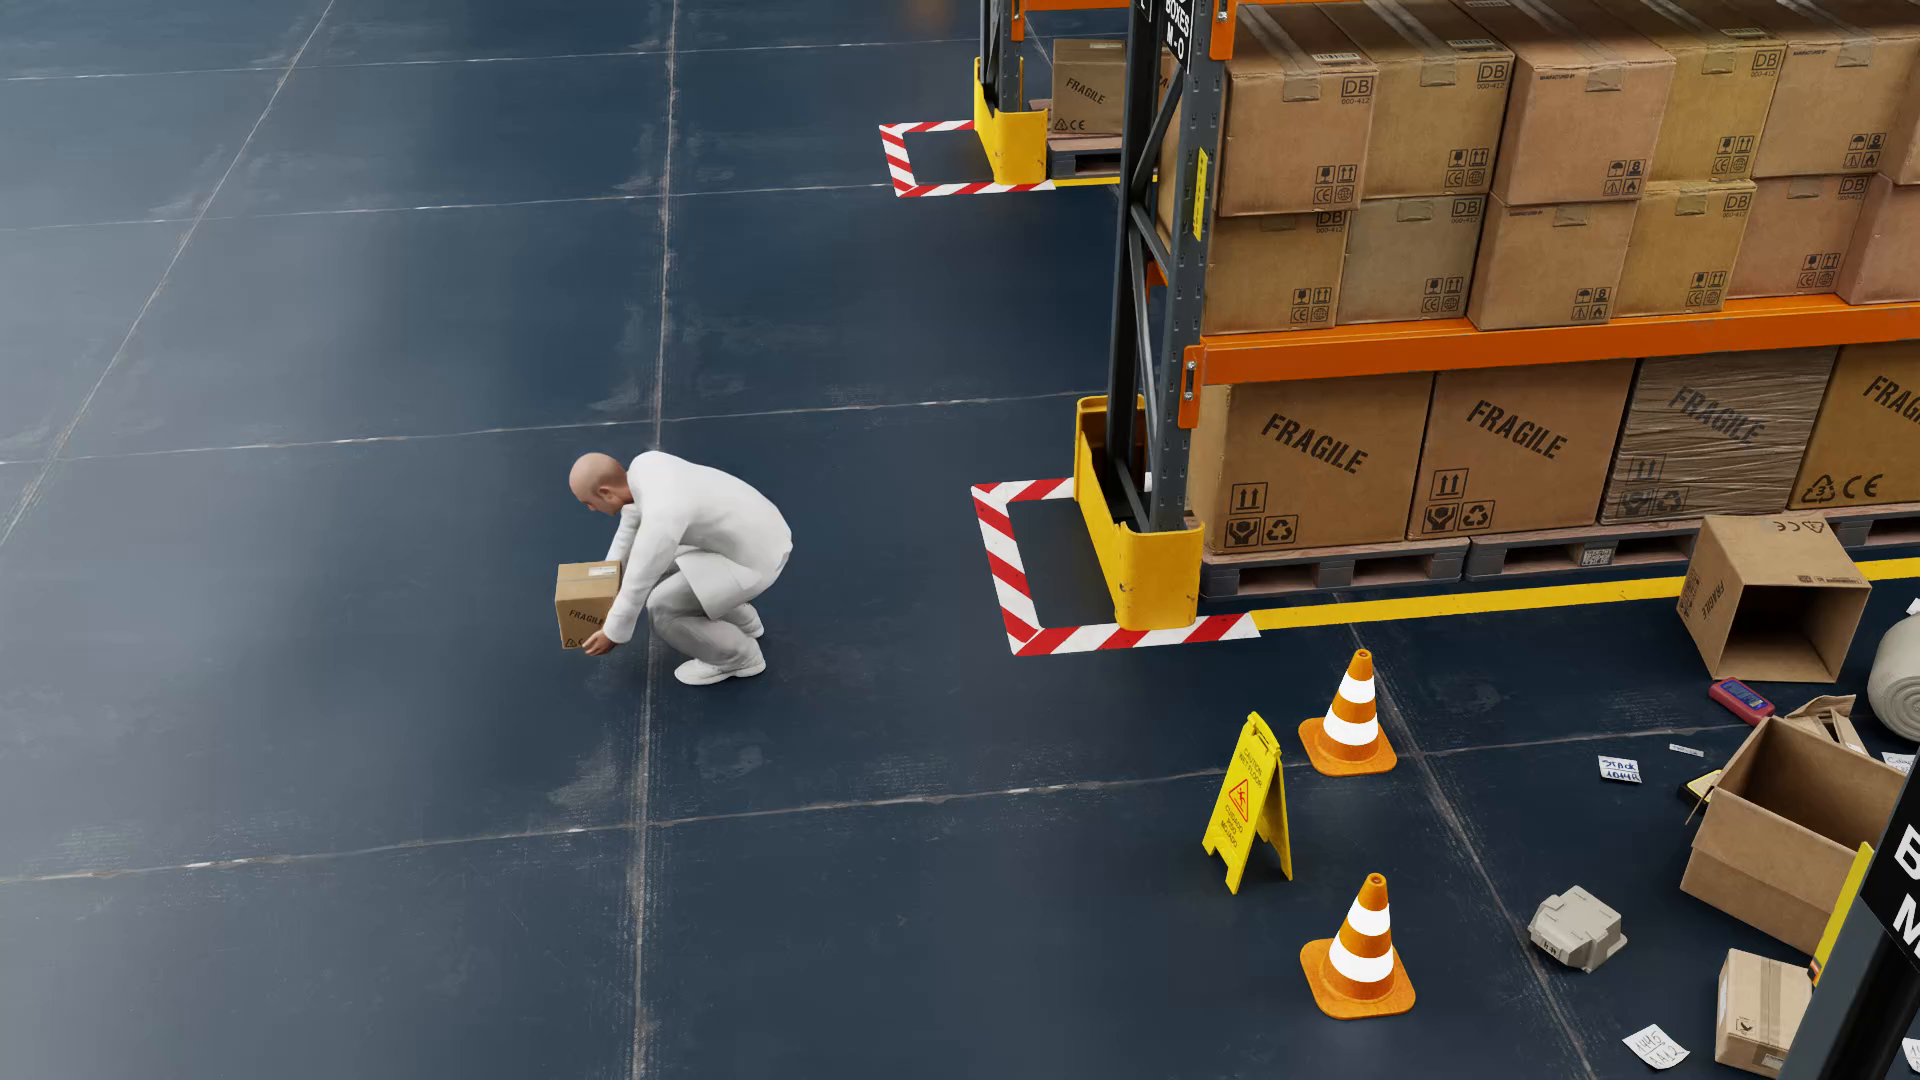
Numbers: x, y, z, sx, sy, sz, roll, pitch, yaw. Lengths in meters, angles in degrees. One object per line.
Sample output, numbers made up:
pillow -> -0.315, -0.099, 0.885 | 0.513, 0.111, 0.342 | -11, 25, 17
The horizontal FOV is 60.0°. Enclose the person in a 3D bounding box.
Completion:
person -> -1.116, 0.071, 6.689 | 0.888, 1.063, 0.613 | -4, 35, -6
